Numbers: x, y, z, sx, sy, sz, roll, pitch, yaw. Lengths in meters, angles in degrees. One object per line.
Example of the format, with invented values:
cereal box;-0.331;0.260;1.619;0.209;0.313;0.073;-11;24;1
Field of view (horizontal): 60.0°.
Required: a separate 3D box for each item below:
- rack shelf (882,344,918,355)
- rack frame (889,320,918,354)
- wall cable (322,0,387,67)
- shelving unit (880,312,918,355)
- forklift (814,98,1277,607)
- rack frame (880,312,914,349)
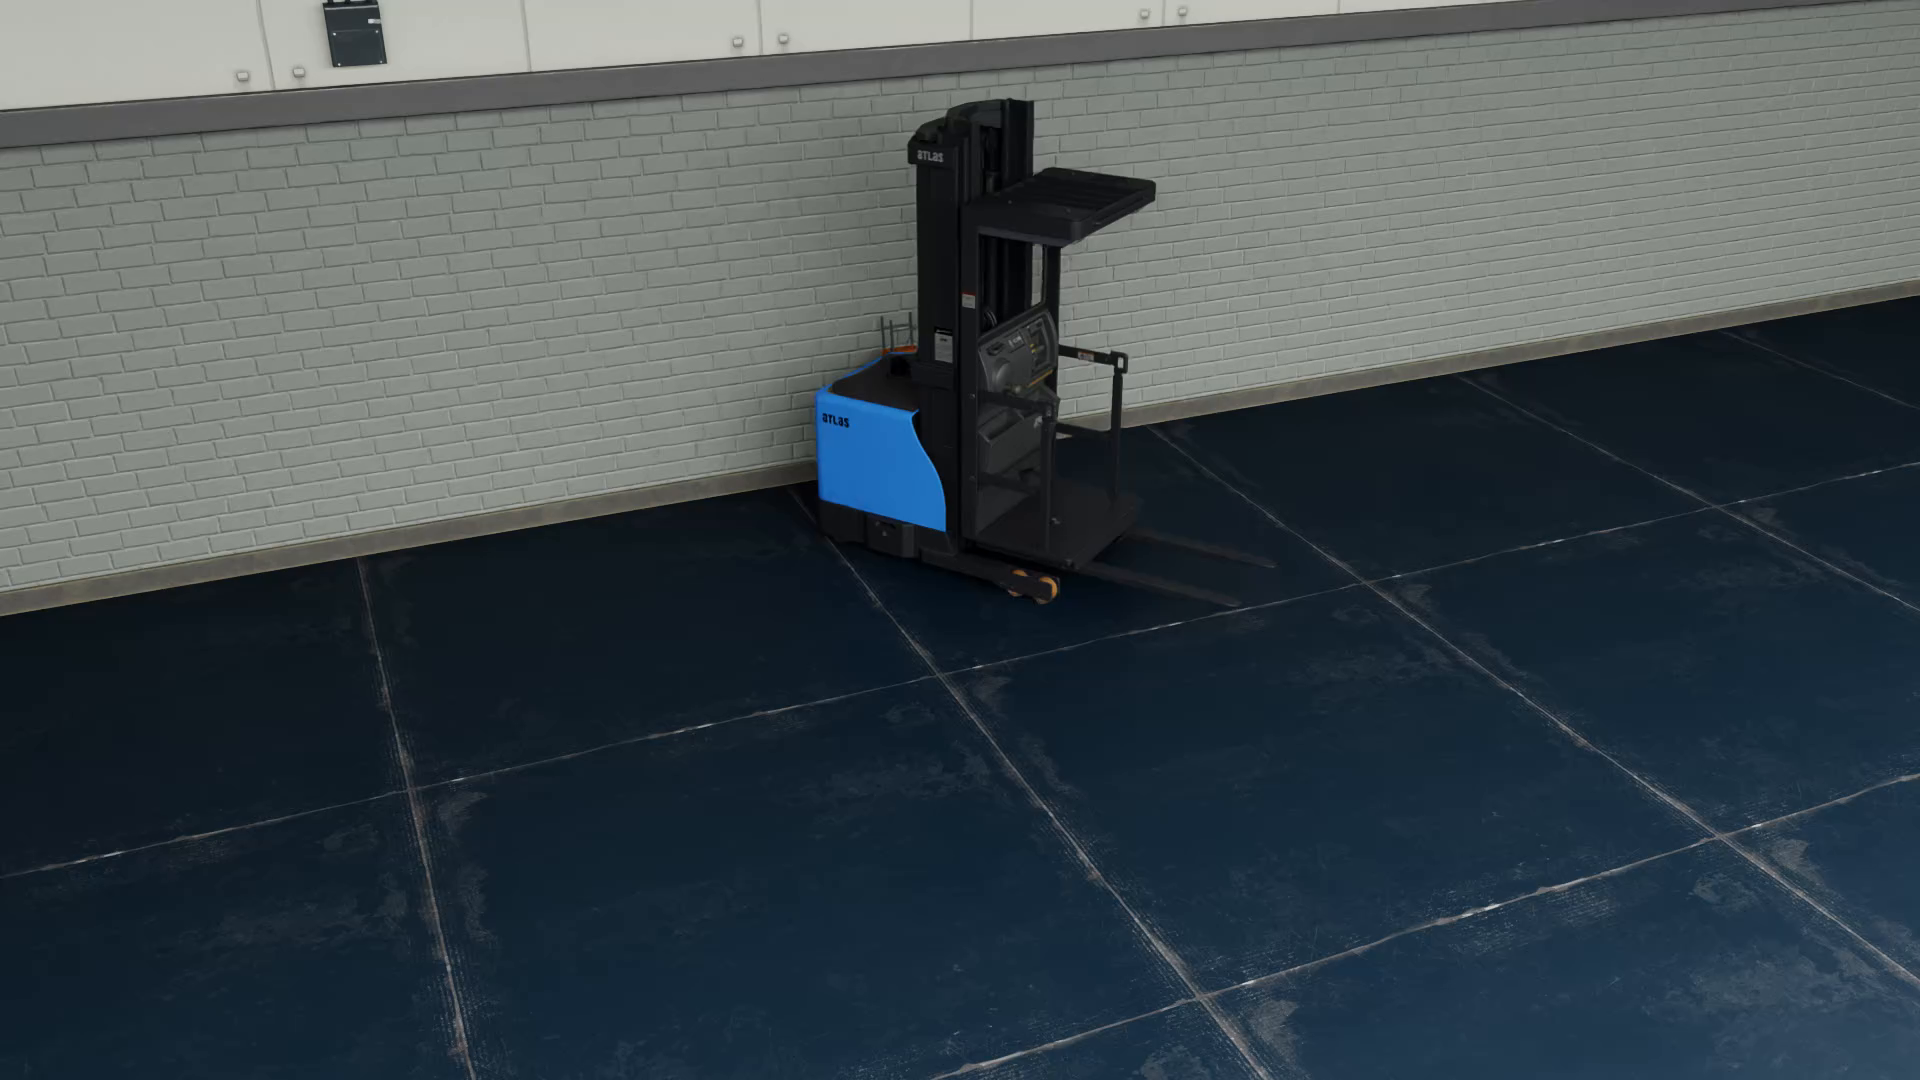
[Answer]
rack shelf;-0.412;-1.340;12.043;0.258;0.103;0.180;-11;19;-21
rack frame;-0.358;-1.016;12.061;0.240;1.200;0.006;-11;19;-21
wall cable;-2.653;-5.701;8.941;2.305;6.003;0.169;-11;28;-21
shelving unit;-0.393;-1.040;12.141;0.258;1.200;0.189;-11;19;-21
forklift;0.550;-1.181;10.474;3.031;2.935;1.130;15;30;27
rack frame;-0.429;-1.064;12.222;0.240;1.200;0.006;-11;19;-21
